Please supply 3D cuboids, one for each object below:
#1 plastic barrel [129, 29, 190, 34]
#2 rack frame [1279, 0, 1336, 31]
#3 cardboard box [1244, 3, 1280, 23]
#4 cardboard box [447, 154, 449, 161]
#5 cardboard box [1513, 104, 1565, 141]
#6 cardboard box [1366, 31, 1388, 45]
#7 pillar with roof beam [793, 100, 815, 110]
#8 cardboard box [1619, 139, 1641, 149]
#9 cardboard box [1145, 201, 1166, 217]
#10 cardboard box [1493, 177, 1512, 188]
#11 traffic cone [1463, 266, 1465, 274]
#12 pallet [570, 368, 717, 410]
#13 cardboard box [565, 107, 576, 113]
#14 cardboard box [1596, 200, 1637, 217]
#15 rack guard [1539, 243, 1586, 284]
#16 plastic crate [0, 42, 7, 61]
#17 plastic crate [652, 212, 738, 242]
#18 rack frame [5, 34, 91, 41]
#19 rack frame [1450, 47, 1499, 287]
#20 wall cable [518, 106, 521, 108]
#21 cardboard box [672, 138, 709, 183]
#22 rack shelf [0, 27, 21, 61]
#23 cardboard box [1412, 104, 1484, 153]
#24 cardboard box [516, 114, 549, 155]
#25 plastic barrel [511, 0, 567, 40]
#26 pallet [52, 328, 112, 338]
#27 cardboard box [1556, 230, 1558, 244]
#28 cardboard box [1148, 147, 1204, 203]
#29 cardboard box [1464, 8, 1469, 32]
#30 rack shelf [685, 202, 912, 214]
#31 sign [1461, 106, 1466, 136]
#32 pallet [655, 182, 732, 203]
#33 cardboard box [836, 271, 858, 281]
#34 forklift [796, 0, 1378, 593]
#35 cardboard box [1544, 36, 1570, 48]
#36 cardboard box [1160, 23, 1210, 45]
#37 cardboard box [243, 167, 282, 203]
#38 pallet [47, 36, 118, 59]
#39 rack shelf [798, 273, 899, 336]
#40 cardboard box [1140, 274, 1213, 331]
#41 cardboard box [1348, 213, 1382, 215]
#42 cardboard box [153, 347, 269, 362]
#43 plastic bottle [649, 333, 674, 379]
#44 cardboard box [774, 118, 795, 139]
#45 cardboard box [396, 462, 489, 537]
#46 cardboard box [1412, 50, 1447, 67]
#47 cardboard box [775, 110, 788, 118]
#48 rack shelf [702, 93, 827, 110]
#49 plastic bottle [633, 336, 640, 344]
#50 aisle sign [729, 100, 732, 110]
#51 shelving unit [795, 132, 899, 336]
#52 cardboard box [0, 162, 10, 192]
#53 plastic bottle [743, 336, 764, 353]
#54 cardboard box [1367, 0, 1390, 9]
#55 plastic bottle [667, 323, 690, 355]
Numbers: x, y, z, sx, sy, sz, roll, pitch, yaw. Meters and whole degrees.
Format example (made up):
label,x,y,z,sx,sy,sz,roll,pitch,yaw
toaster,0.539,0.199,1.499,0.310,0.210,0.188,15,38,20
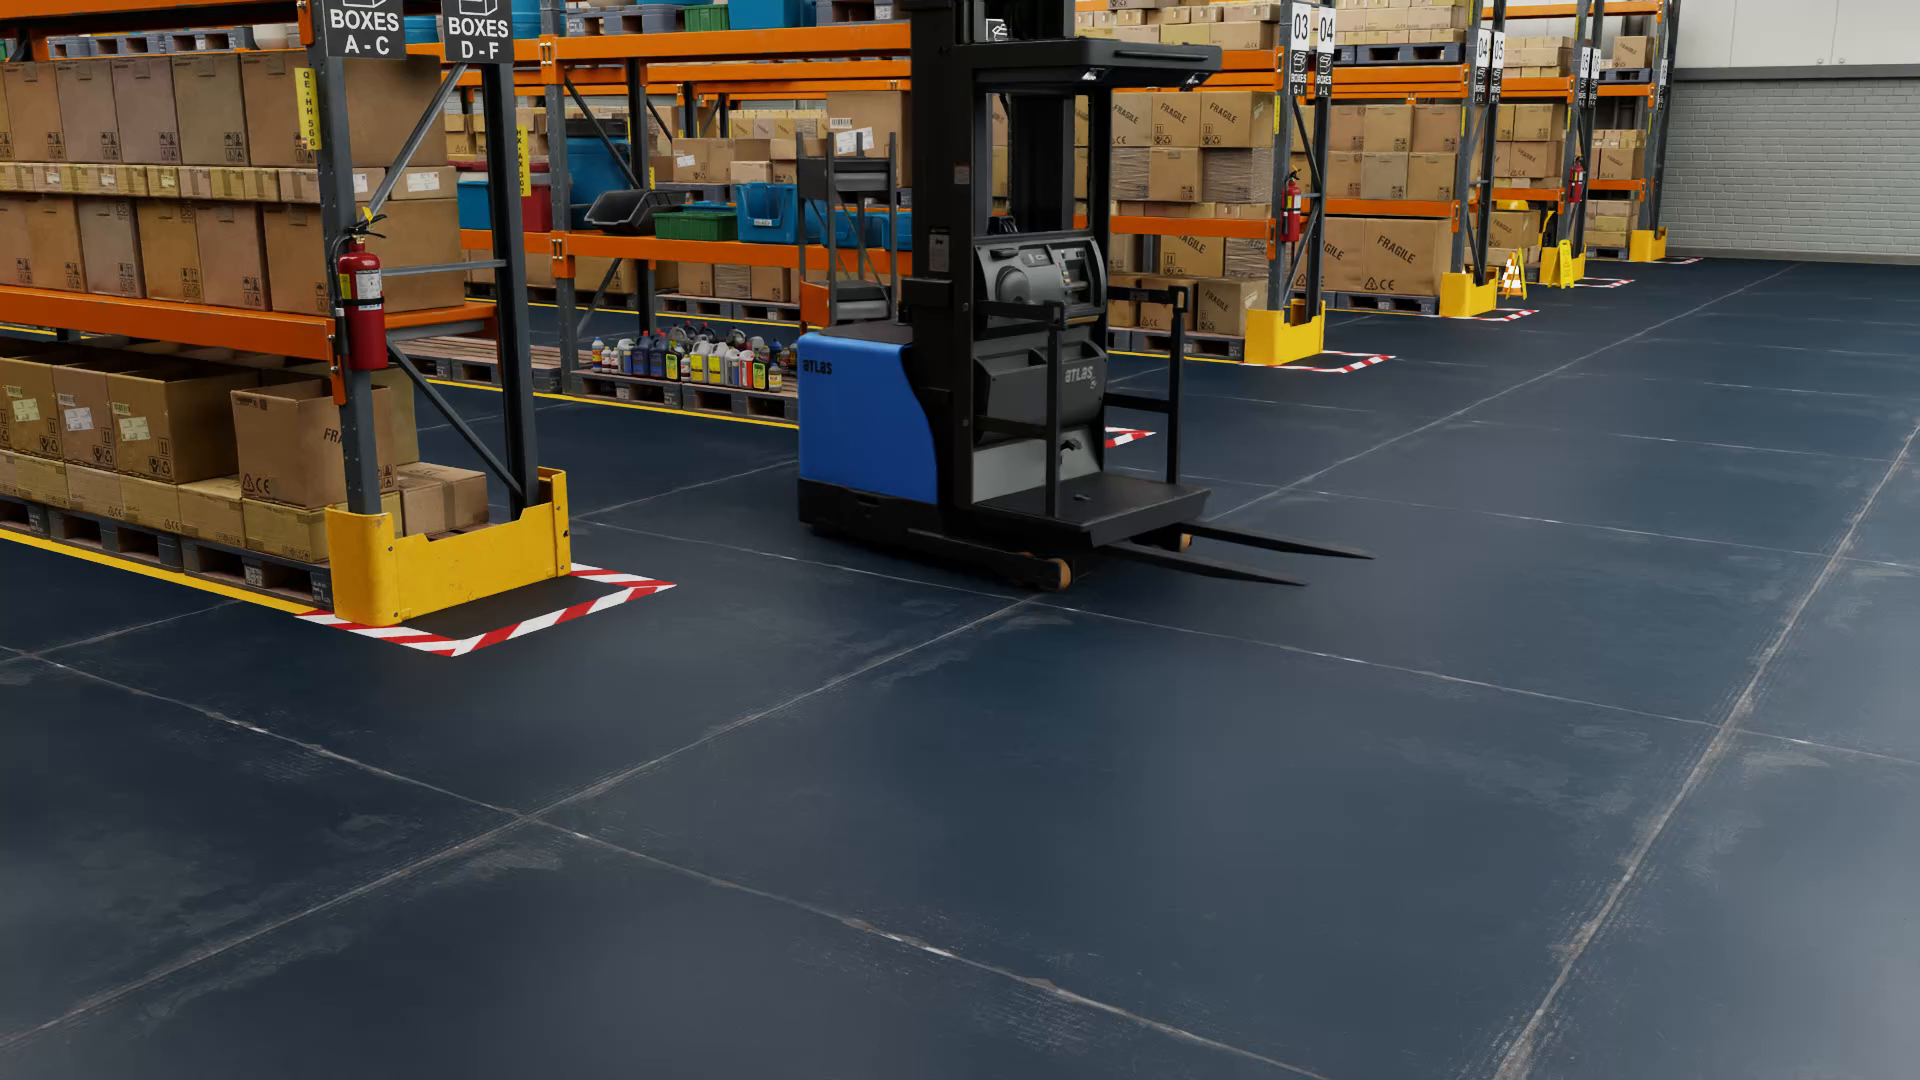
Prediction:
label,x,y,z,sx,sy,sz,roll,pitch,yaw
plastic barrel,-8.066,-5.513,16.691,0.708,0.901,0.600,9,17,33
rack frame,3.154,-6.098,14.731,0.127,3.000,1.000,9,17,33
cardboard box,2.750,-4.738,14.960,0.250,0.149,0.380,9,17,33
cardboard box,-6.561,-4.732,21.490,0.500,0.500,0.500,9,17,33
cardboard box,8.139,-5.865,23.367,0.500,0.500,0.700,9,16,31
cardboard box,4.910,-5.827,19.320,0.250,0.149,0.380,9,17,33
pillar with roof beam,-5.961,-10.893,34.100,0.400,9.000,9.100,9,17,33
cardboard box,11.008,-6.506,27.306,0.250,0.149,0.380,9,17,34
cardboard box,1.976,-3.197,16.017,0.250,0.149,0.380,9,17,33
cardboard box,7.783,-5.098,23.698,0.250,0.149,0.380,9,16,32
traffic cone,6.358,-3.284,21.128,0.334,0.463,0.336,9,17,33
pallet,-2.395,-1.283,13.567,1.213,0.211,1.003,9,17,33
cardboard box,-6.204,-6.732,26.867,0.500,0.500,0.500,9,16,32
cardboard box,10.896,-5.506,27.592,0.500,0.250,0.500,10,17,35
rack guard,8.622,-3.959,23.775,0.348,0.500,1.175,9,17,33
plastic crate,-10.087,-5.158,17.614,0.662,0.188,0.450,9,17,33
plastic crate,-1.960,-2.394,12.692,0.662,0.188,0.450,9,17,33
rack frame,-9.567,-6.720,17.242,0.127,3.000,1.000,9,17,33
rack frame,6.006,-4.162,19.392,0.127,3.000,1.000,9,17,33
wall cable,-9.283,-8.568,35.012,0.123,1.953,0.585,9,17,33
cardboard box,-3.013,-4.447,19.463,0.500,0.500,0.500,7,15,26
rack shelf,-7.356,-3.123,10.451,4.000,0.370,1.077,9,17,33
cardboard box,5.720,-4.816,19.476,0.550,0.550,0.875,9,17,33
cardboard box,-5.181,-5.072,20.776,0.637,0.503,0.797,10,17,35
plastic barrel,-3.472,-4.459,13.309,0.708,0.901,0.600,9,17,33
pallet,-8.950,-2.343,17.847,1.213,0.211,1.003,9,17,33
cardboard box,10.069,-5.159,28.269,0.500,0.250,0.500,9,17,33
cardboard box,2.232,-3.501,15.898,0.500,0.500,0.875,9,17,33
cardboard box,5.749,-6.057,19.420,0.500,0.250,0.500,9,17,33
rack shelf,-1.824,-3.642,18.789,4.000,0.370,1.077,9,17,33
sign,5.692,-4.732,18.795,0.005,0.325,0.100,9,17,33
pallet,-2.833,-4.092,19.508,1.003,0.211,1.213,9,17,33
cardboard box,-1.047,-2.877,18.490,0.500,0.500,0.700,9,17,32
forklift,0.561,-1.315,8.036,3.031,2.935,1.130,12,18,40
cardboard box,8.240,-6.870,22.953,0.250,0.149,0.380,9,17,33
cardboard box,2.197,-4.650,15.434,0.500,0.250,0.500,9,17,33
cardboard box,-3.019,-1.623,7.579,0.250,0.149,0.380,10,17,34
pallet,-8.862,-5.087,17.280,1.003,0.211,1.213,9,17,33
rack shelf,-0.639,-1.239,9.517,0.431,0.518,0.480,-6,15,-24
cardboard box,2.130,-2.337,16.350,0.500,0.500,0.500,-12,18,-39
cardboard box,6.156,-4.729,24.973,0.500,0.500,0.500,10,17,35
cardboard box,-3.941,-0.763,8.949,0.500,0.500,0.500,9,17,33
plastic bottle,-2.334,-1.446,13.021,0.185,0.351,0.144,8,16,30
cardboard box,-3.073,-7.518,30.664,0.500,0.500,0.500,9,17,33
cardboard box,-2.698,-0.197,8.224,0.500,0.250,0.500,9,17,33
cardboard box,6.840,-6.908,23.938,0.500,0.250,0.500,9,17,33
cardboard box,-3.188,-7.837,30.602,0.250,0.149,0.380,9,16,31
rack shelf,-2.932,-8.146,30.744,4.000,0.370,1.077,9,17,33
plastic bottle,-2.567,-1.483,13.310,0.133,0.283,0.061,9,17,33
aisle sign,-4.478,-8.641,32.078,0.004,0.787,0.394,9,17,33
shelving unit,-0.639,-1.253,9.514,0.431,2.100,0.503,-6,15,-24
cardboard box,-4.940,-1.934,8.835,0.250,0.149,0.380,9,17,32
plastic bottle,-1.674,-1.506,13.417,0.135,0.276,0.152,10,17,34
cardboard box,4.903,-6.215,19.227,0.250,0.149,0.380,10,17,34
plastic bottle,-2.314,-1.605,13.662,0.185,0.351,0.144,9,17,33
